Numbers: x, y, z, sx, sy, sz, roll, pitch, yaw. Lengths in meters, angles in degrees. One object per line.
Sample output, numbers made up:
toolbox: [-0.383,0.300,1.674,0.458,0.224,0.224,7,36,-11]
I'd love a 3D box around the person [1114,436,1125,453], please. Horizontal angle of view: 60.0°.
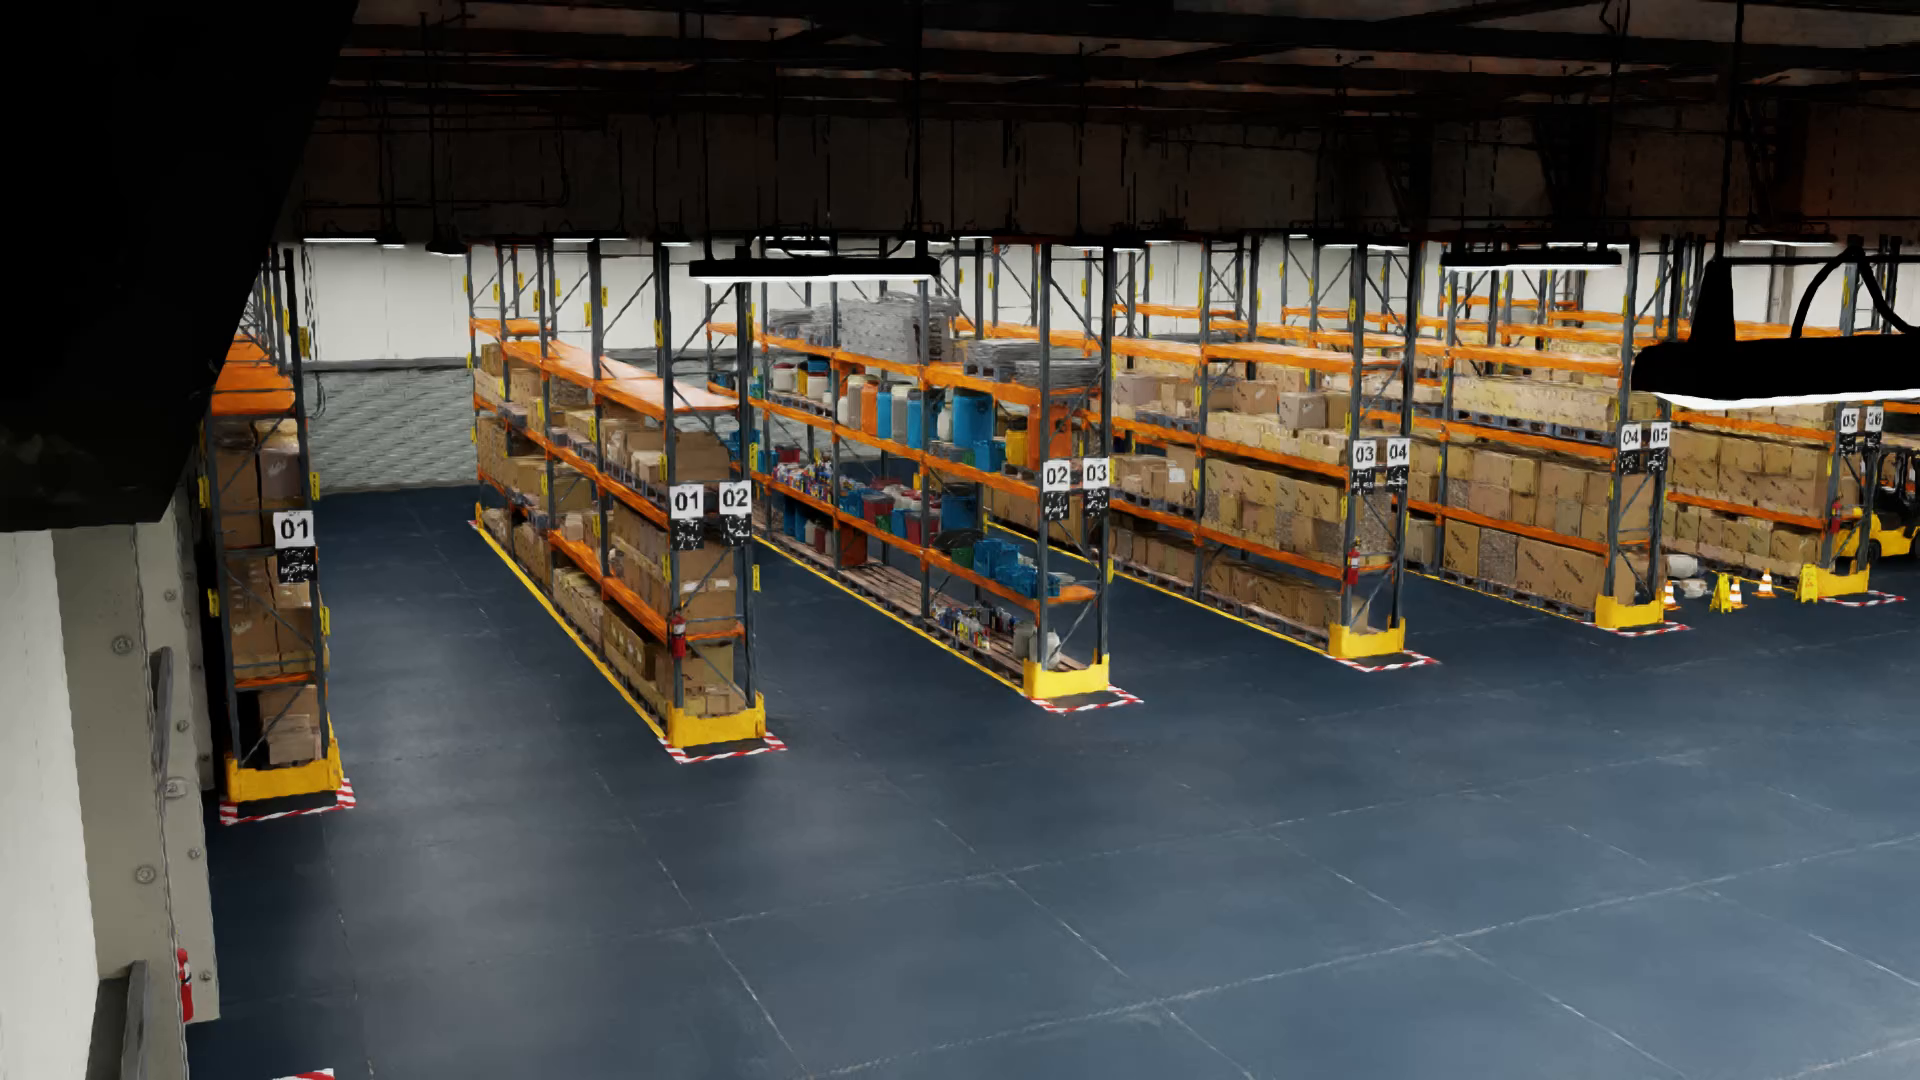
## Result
person: [4.062,-2.528,41.811,0.602,1.642,0.392,8,13,34]

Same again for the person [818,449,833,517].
person: [-2.851,-1.120,34.650,0.627,1.613,0.794,-10,15,-42]
